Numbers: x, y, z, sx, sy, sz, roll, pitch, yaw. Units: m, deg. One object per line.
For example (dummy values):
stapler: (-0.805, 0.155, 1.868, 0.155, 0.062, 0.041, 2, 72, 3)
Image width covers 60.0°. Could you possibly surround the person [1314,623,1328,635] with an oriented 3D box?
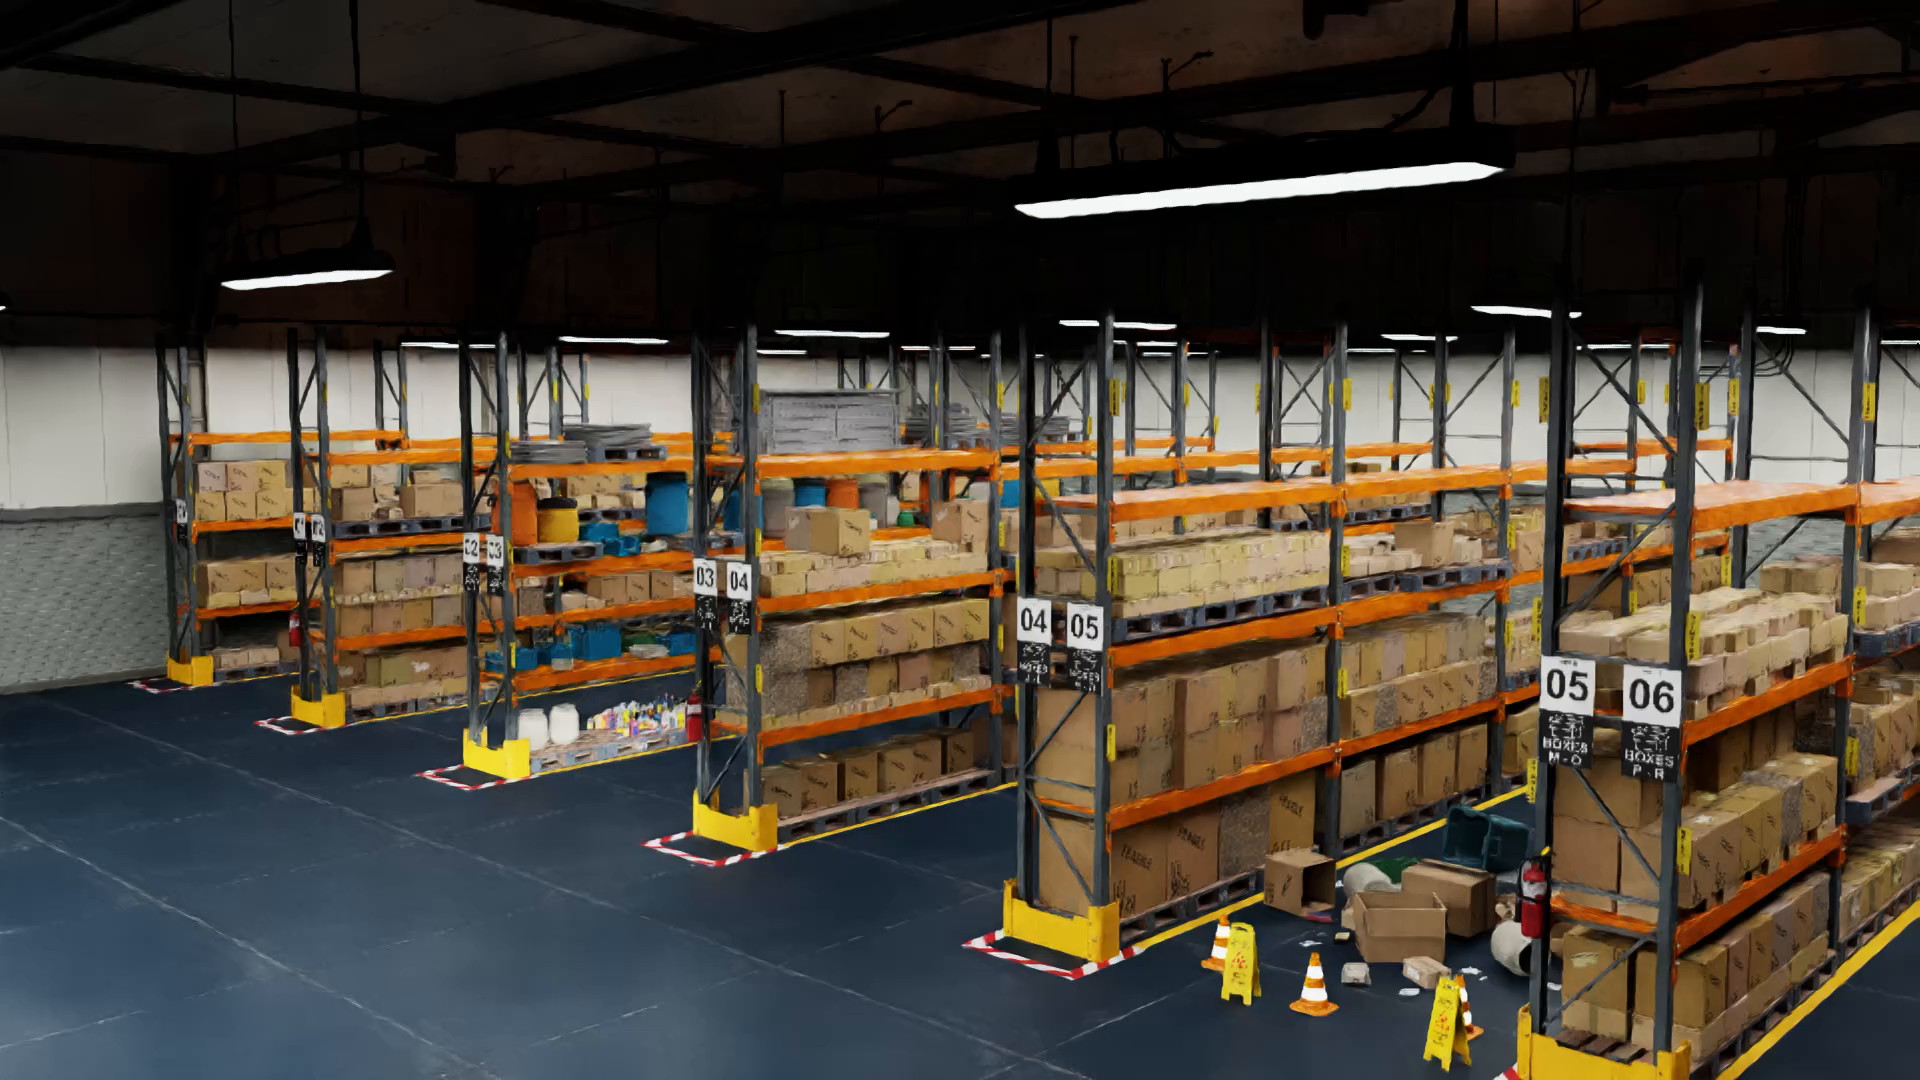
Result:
person: (5.315, 2.033, 24.328, 0.440, 1.683, 0.550, 2, 6, 20)
